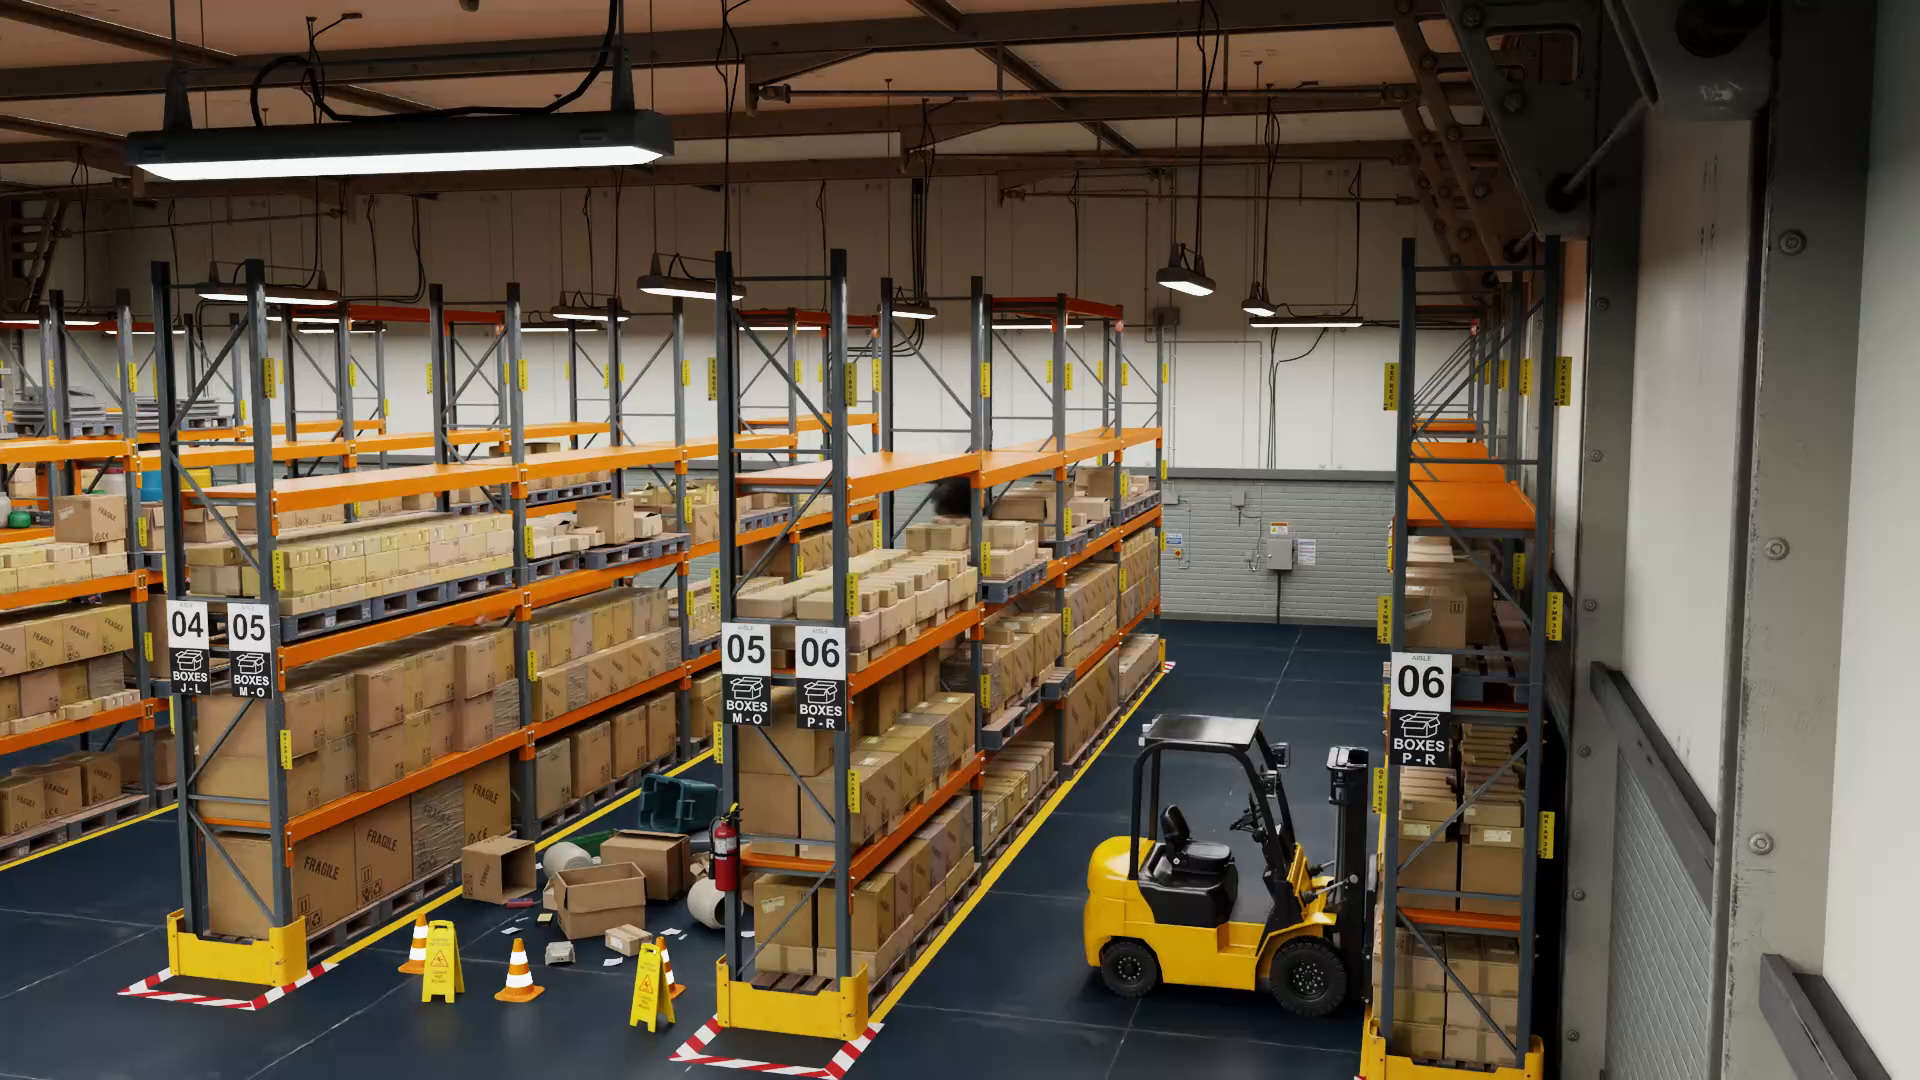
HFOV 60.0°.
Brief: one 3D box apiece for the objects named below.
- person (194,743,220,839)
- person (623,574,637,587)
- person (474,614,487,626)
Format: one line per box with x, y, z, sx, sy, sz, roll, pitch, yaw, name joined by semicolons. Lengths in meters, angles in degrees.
-7.523;2.554;16.930;0.616;1.657;0.620;0;6;-2;person
-5.677;1.341;28.289;0.548;1.667;0.610;1;6;13;person
-6.790;1.832;23.563;0.635;1.676;0.564;2;6;17;person
